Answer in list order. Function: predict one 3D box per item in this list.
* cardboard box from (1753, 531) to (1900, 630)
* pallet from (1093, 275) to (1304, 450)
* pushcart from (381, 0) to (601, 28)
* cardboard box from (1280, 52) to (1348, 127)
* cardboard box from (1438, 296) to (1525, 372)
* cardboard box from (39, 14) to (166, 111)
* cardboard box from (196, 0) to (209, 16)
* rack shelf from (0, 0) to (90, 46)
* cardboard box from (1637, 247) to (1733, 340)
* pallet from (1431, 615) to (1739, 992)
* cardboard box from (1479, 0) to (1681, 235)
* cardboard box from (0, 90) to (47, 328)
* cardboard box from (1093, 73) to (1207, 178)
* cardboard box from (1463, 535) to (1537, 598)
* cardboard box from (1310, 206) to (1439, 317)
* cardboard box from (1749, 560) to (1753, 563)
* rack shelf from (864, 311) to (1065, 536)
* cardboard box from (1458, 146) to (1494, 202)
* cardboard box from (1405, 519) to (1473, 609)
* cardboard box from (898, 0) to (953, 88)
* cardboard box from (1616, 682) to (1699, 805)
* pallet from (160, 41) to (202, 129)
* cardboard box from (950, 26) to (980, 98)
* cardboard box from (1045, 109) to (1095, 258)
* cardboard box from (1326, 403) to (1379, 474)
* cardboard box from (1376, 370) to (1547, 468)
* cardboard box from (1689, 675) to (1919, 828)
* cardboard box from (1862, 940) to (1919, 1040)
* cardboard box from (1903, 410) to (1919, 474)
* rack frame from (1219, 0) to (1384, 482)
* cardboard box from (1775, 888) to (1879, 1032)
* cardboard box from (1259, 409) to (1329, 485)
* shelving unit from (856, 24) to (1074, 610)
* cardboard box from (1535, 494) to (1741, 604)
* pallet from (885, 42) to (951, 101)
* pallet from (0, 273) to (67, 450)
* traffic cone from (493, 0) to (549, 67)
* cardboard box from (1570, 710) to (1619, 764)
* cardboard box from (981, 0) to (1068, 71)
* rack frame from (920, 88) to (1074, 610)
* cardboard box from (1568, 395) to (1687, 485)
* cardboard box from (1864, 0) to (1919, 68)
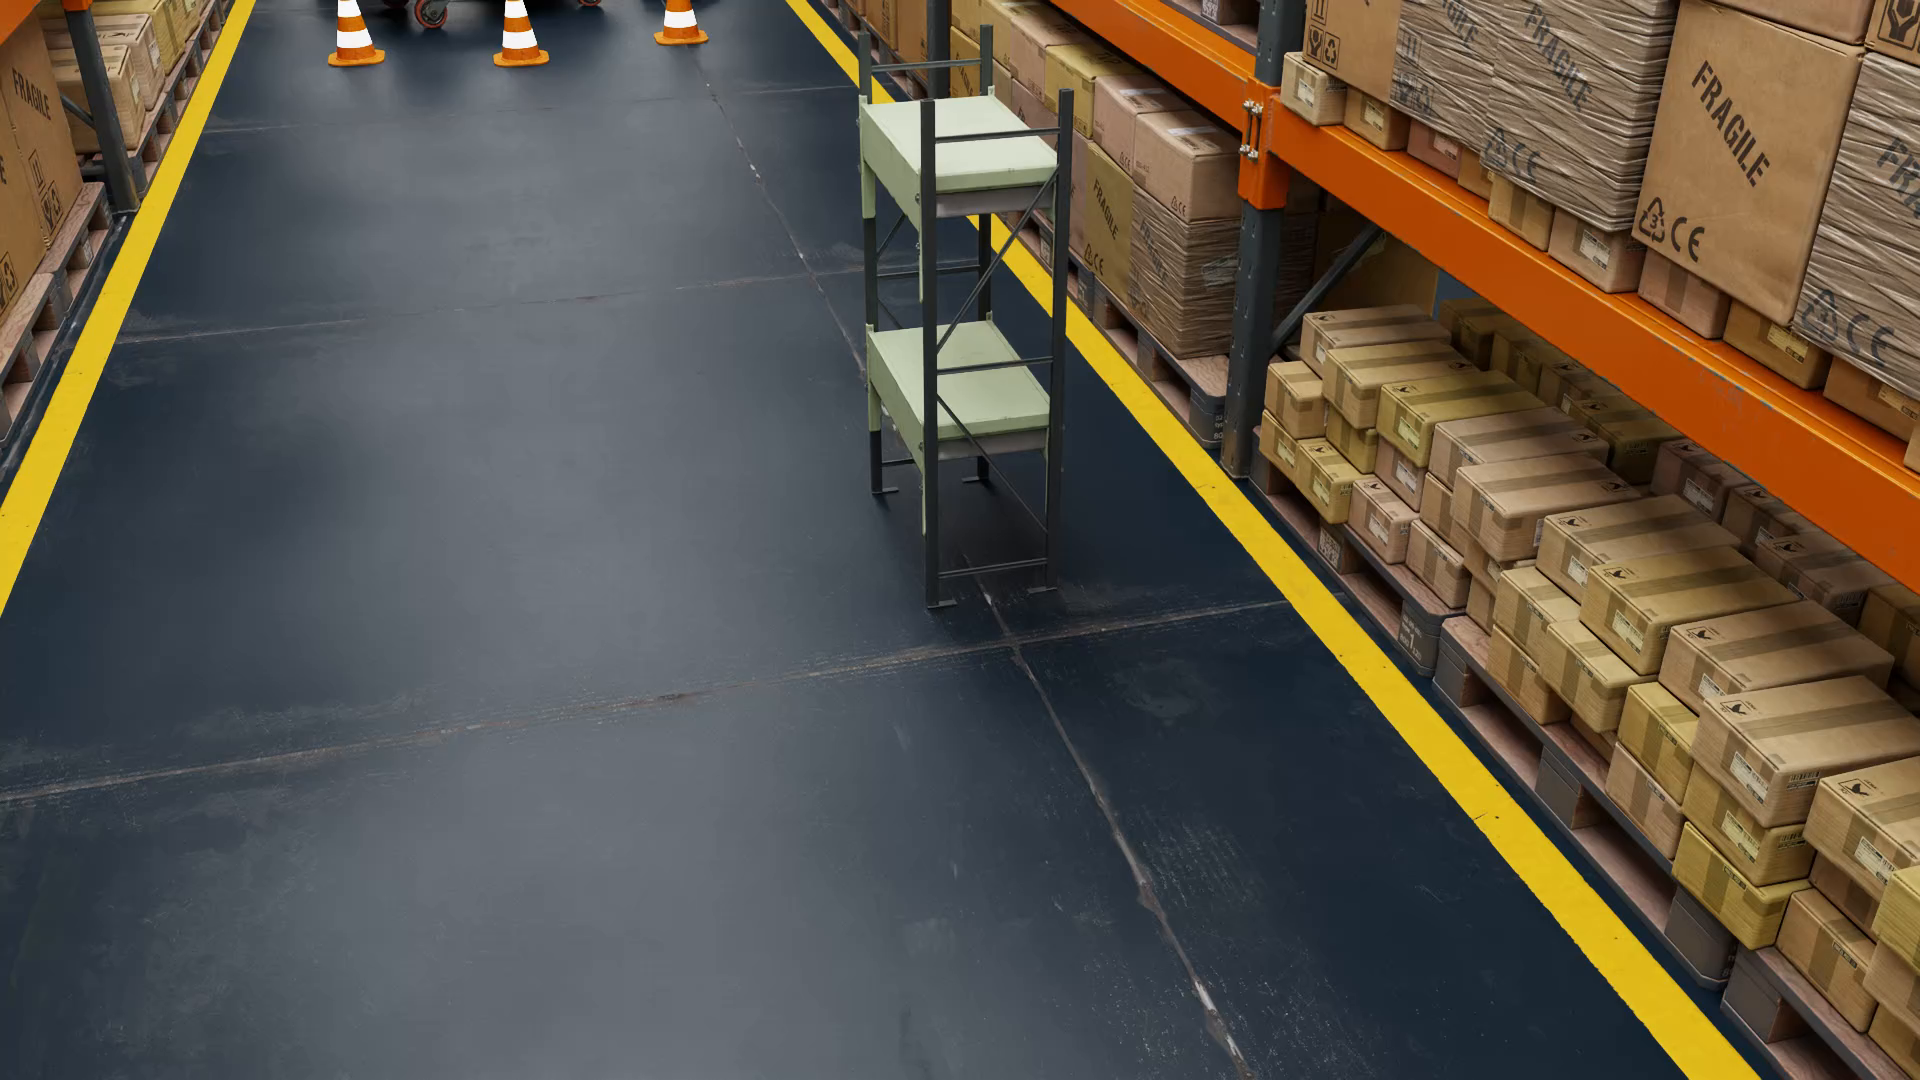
[{"bbox_3d":[2.108,0.098,3.920,0.380,0.149,0.250,-8,31,-13],"label":"cardboard box"},{"bbox_3d":[1.177,-0.758,6.349,1.003,0.211,1.213,-8,31,-13],"label":"pallet"},{"bbox_3d":[-3.299,-3.938,11.677,1.648,0.377,0.936,-20,35,-30],"label":"pushcart"},{"bbox_3d":[1.144,-1.300,4.752,0.380,0.149,0.250,-7,31,-11],"label":"cardboard box"},{"bbox_3d":[1.730,-0.657,5.224,0.380,0.149,0.250,-7,31,-12],"label":"cardboard box"},{"bbox_3d":[-4.767,-2.488,8.758,0.950,0.372,0.625,-8,31,-14],"label":"cardboard box"},{"bbox_3d":[-5.343,-3.537,10.571,0.950,0.372,0.625,-7,31,-13],"label":"cardboard box"},{"bbox_3d":[-3.892,-1.537,5.628,1.077,0.370,4.000,-8,31,-13],"label":"rack shelf"},{"bbox_3d":[1.657,-0.547,3.451,0.380,0.149,0.250,-7,31,-11],"label":"cardboard box"},{"bbox_3d":[1.925,0.528,4.127,1.003,0.211,1.213,-8,31,-13],"label":"pallet"},{"bbox_3d":[1.510,-1.002,3.590,0.500,0.500,0.500,-9,31,-14],"label":"cardboard box"},{"bbox_3d":[-4.087,-1.300,6.204,0.875,0.875,0.875,-7,31,-13],"label":"cardboard box"},{"bbox_3d":[0.820,-1.590,6.329,0.500,0.250,0.500,-6,31,-11],"label":"cardboard box"},{"bbox_3d":[1.545,0.042,4.313,0.380,0.149,0.250,-6,31,-11],"label":"cardboard box"},{"bbox_3d":[1.444,-1.081,6.199,0.500,0.500,0.500,-7,31,-11],"label":"cardboard box"},{"bbox_3d":[2.057,0.087,4.235,0.380,0.149,0.250,-9,31,-16],"label":"cardboard box"},{"bbox_3d":[-0.002,-0.370,5.043,0.431,0.370,0.720,-8,31,-13],"label":"rack shelf"},{"bbox_3d":[1.473,-0.931,4.115,0.380,0.149,0.250,-9,31,-15],"label":"cardboard box"},{"bbox_3d":[1.474,0.039,4.614,0.380,0.149,0.250,-8,31,-14],"label":"cardboard box"},{"bbox_3d":[0.248,-3.035,9.326,1.050,0.750,0.750,-8,31,-14],"label":"cardboard box"},{"bbox_3d":[1.692,0.424,3.653,0.380,0.149,0.250,-6,31,-11],"label":"cardboard box"},{"bbox_3d":[-4.949,-2.573,9.484,1.003,0.211,1.213,-8,31,-13],"label":"pallet"},{"bbox_3d":[0.265,-2.245,8.211,0.500,0.500,0.500,-9,31,-15],"label":"cardboard box"},{"bbox_3d":[0.678,-1.509,6.939,0.500,0.500,0.500,-9,31,-14],"label":"cardboard box"},{"bbox_3d":[1.326,-0.338,4.969,0.380,0.149,0.250,-8,31,-13],"label":"cardboard box"},{"bbox_3d":[1.407,-0.344,4.683,0.380,0.149,0.250,-8,31,-14],"label":"cardboard box"},{"bbox_3d":[1.726,0.423,3.358,0.380,0.149,0.250,-7,31,-11],"label":"cardboard box"},{"bbox_3d":[1.892,0.799,3.006,0.380,0.149,0.250,-9,31,-15],"label":"cardboard box"},{"bbox_3d":[1.845,-0.164,2.789,0.380,0.149,0.250,-9,31,-15],"label":"cardboard box"},{"bbox_3d":[1.385,-1.589,5.001,1.000,3.000,0.127,-8,31,-13],"label":"rack frame"},{"bbox_3d":[1.875,0.801,3.298,0.380,0.149,0.250,-8,31,-13],"label":"cardboard box"},{"bbox_3d":[1.172,-0.318,5.232,0.380,0.149,0.250,-9,31,-15],"label":"cardboard box"},{"bbox_3d":[-0.002,-0.652,4.880,0.431,1.500,0.755,-8,31,-13],"label":"shelving unit"},{"bbox_3d":[1.639,0.033,4.031,0.380,0.149,0.250,-9,31,-15],"label":"cardboard box"},{"bbox_3d":[0.186,-2.705,9.712,1.003,0.211,1.213,-8,31,-13],"label":"pallet"},{"bbox_3d":[-3.966,-0.628,6.124,1.003,0.211,1.213,-8,31,-13],"label":"pallet"},{"bbox_3d":[-2.764,-3.228,10.365,0.336,0.463,0.334,-8,31,-13],"label":"traffic cone"},{"bbox_3d":[1.699,0.420,3.957,0.380,0.149,0.250,-7,31,-12],"label":"cardboard box"},{"bbox_3d":[0.407,-2.335,7.618,0.500,0.250,0.500,-8,31,-14],"label":"cardboard box"},{"bbox_3d":[0.095,-0.476,4.574,0.400,1.500,0.023,-8,31,-13],"label":"rack frame"},{"bbox_3d":[1.903,-0.284,4.579,0.380,0.149,0.250,-7,31,-12],"label":"cardboard box"},{"bbox_3d":[1.804,-0.944,2.492,0.500,0.500,0.500,-6,31,-11],"label":"cardboard box"}]
